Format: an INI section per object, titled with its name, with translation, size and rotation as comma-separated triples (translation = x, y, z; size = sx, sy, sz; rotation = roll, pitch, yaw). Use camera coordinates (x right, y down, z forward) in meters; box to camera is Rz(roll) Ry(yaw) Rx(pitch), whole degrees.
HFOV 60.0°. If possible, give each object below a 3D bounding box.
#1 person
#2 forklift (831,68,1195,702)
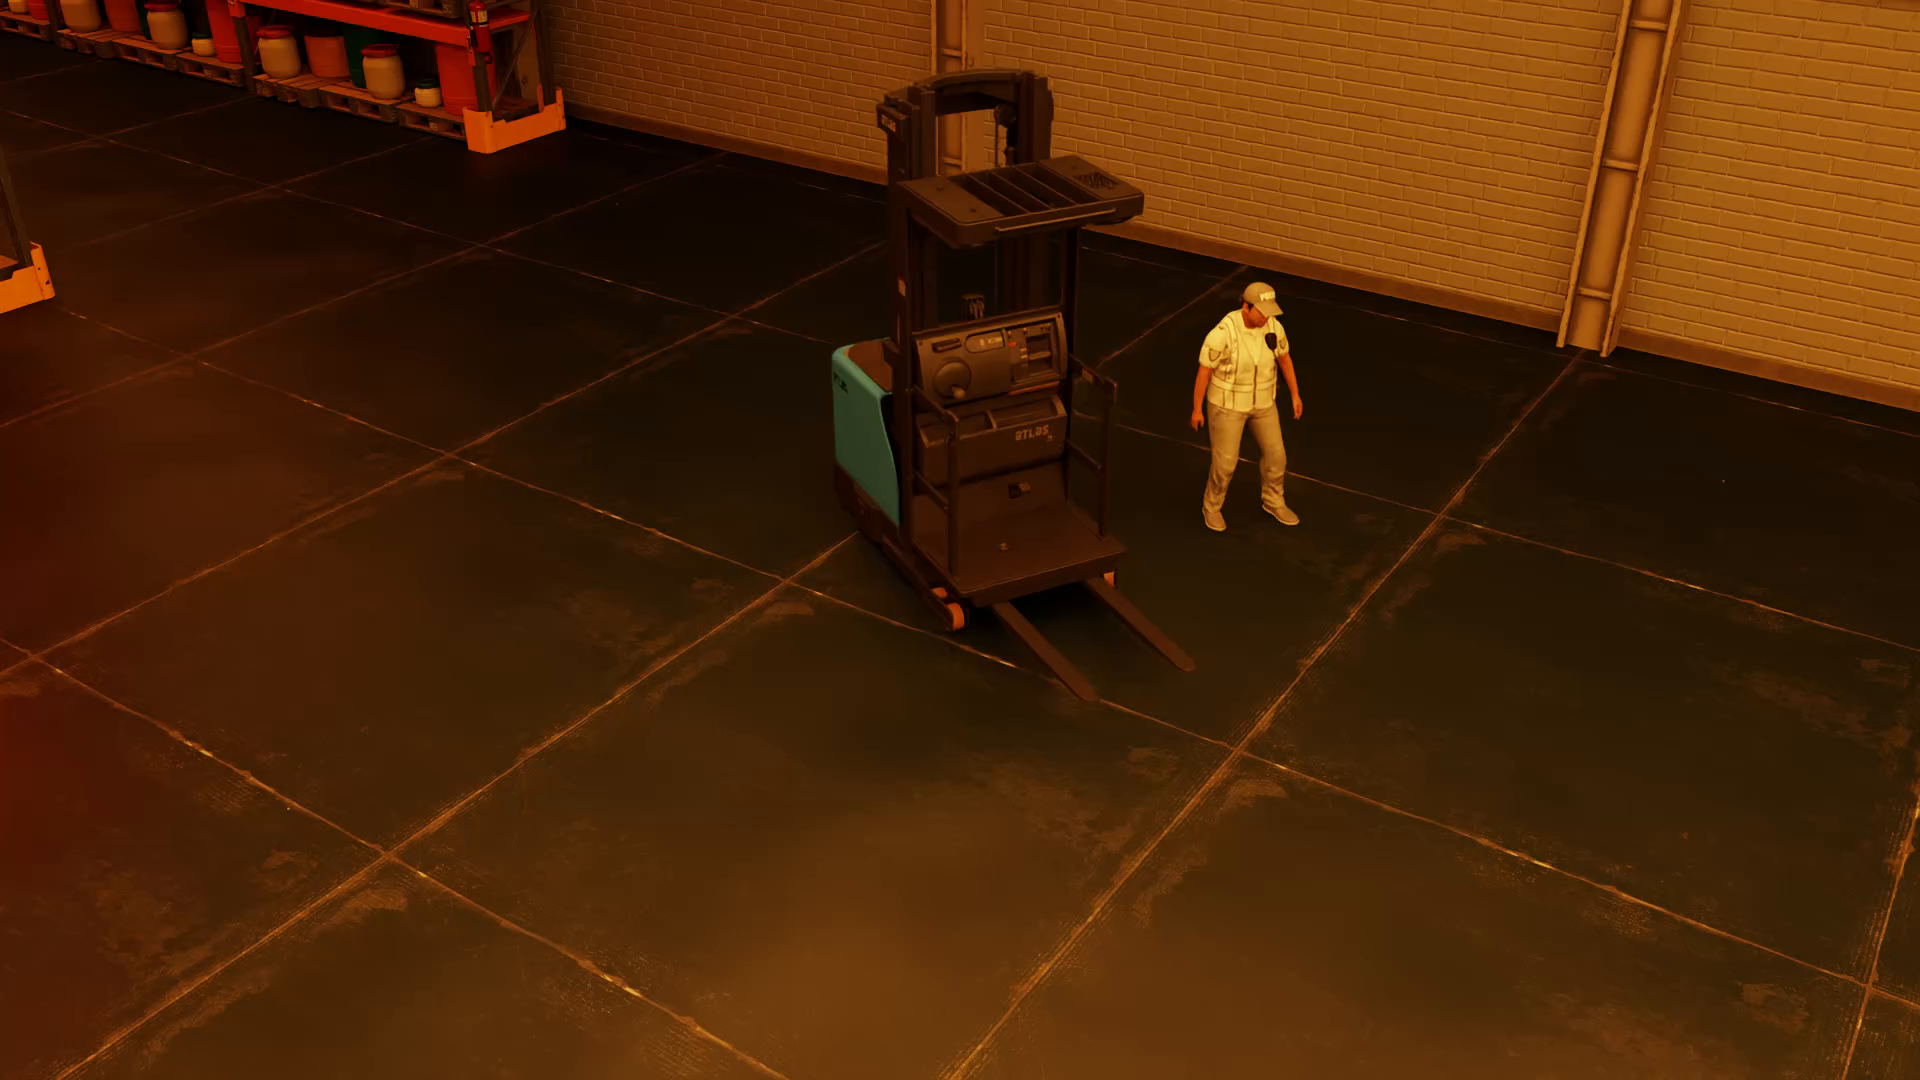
[person]
translation = 1.789, -0.839, 10.315
size = 0.730, 1.643, 0.443
rotation = -9, 31, -15
[forklift]
translation = 0.283, -0.994, 9.293
size = 1.130, 2.935, 3.031
rotation = -14, 33, -23
